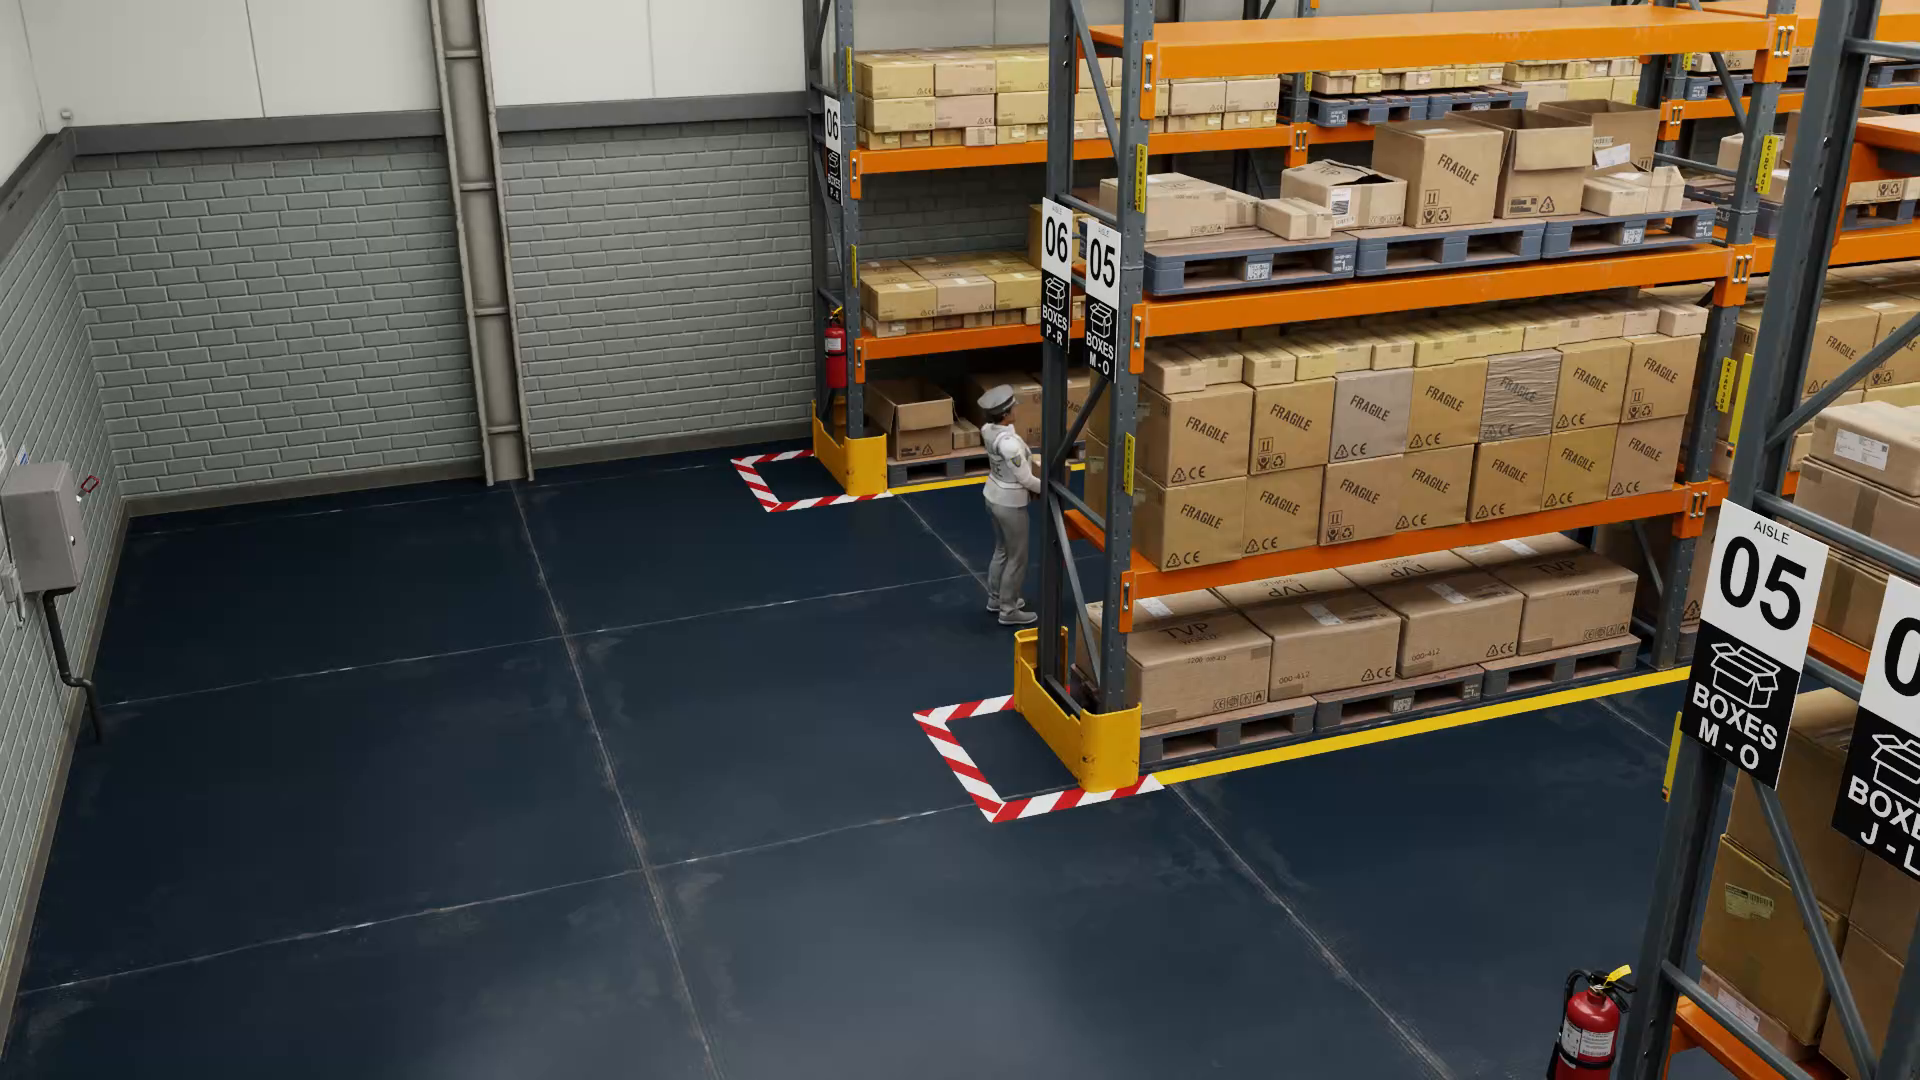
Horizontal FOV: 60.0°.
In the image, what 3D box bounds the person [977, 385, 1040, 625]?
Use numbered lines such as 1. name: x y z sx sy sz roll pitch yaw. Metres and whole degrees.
1. person: 0.399 -0.253 11.393 0.558 1.686 0.458 -8 24 -18
